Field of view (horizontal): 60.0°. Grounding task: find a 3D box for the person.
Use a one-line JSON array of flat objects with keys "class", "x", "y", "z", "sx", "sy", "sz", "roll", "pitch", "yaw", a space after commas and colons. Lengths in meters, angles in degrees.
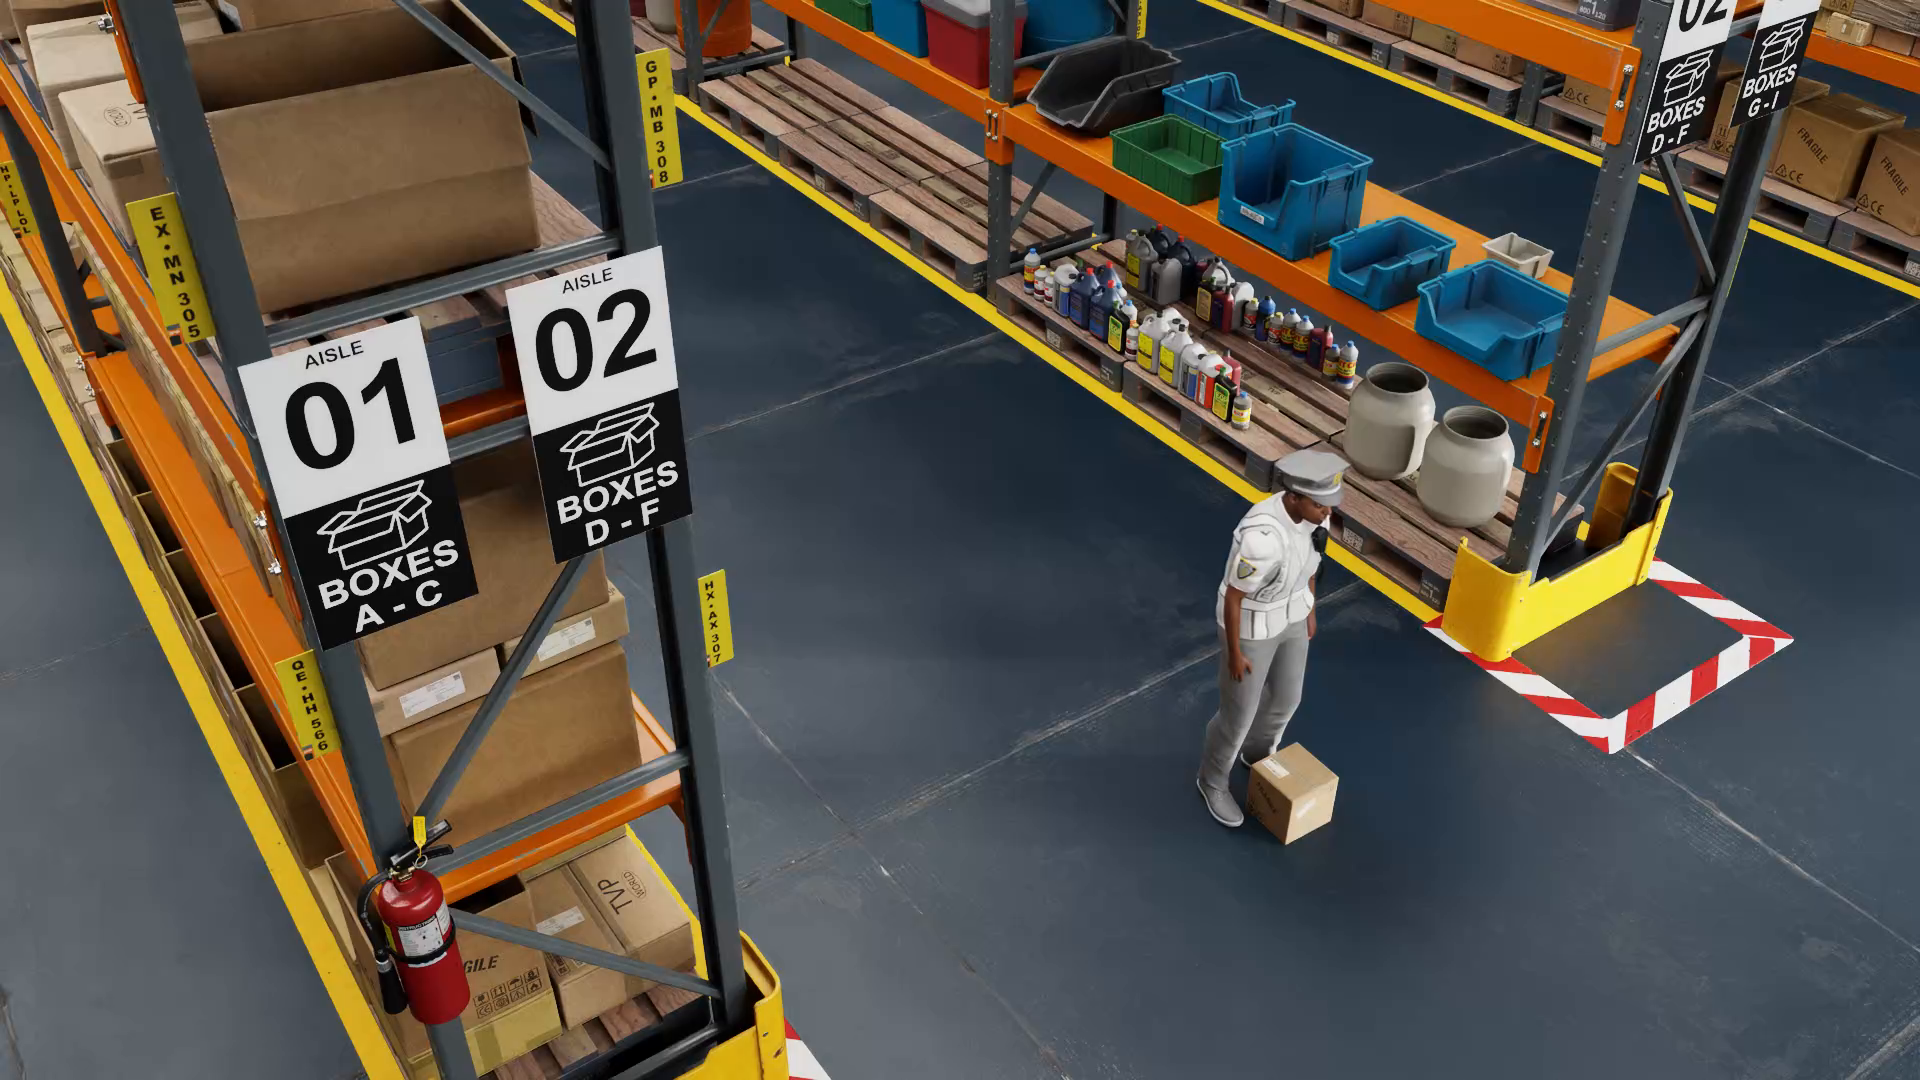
[{"class": "person", "x": 1.209, "y": 0.356, "z": 6.521, "sx": 0.530, "sy": 1.660, "sz": 0.398, "roll": -26, "pitch": 44, "yaw": -30}]
